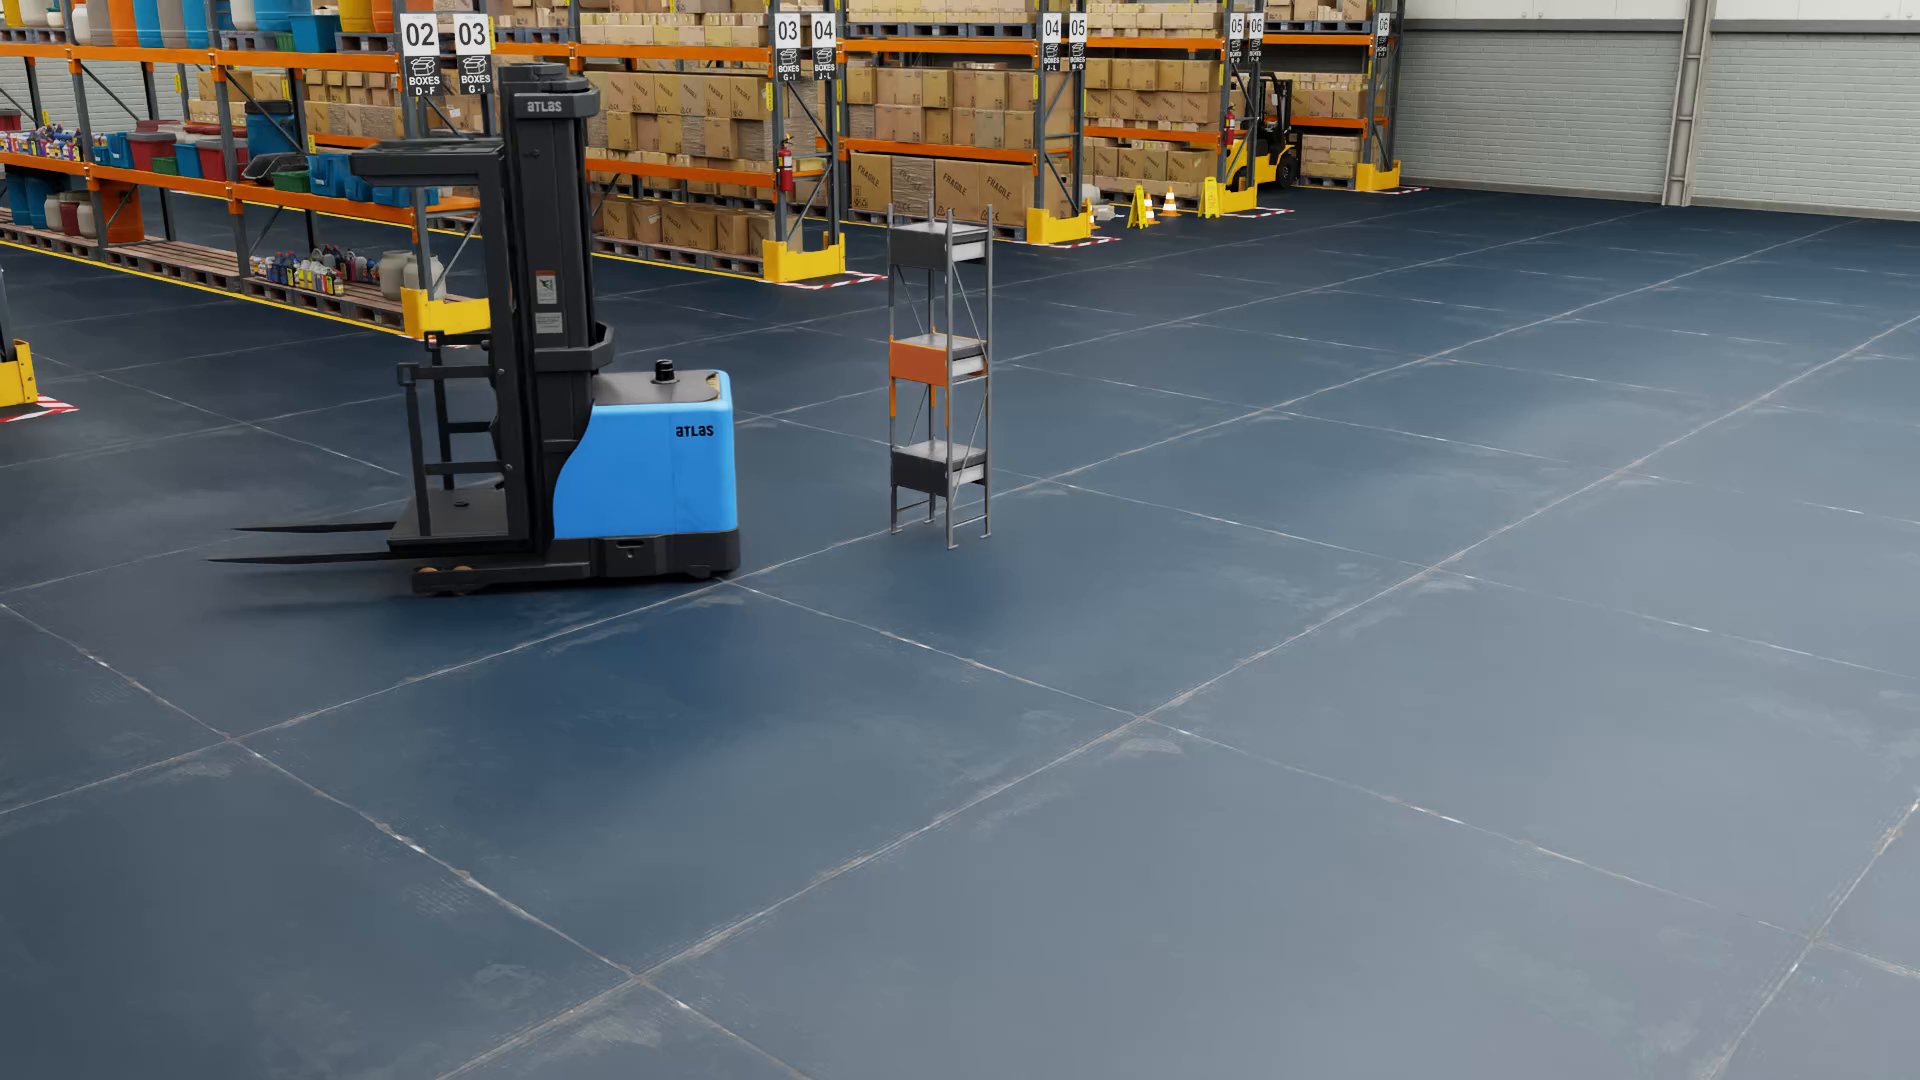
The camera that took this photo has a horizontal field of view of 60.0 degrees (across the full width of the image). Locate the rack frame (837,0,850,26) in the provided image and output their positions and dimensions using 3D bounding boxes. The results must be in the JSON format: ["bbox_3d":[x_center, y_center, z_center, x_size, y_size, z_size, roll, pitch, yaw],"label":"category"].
[{"bbox_3d":[-1.545,-9.547,25.818,0.127,3.000,1.000,15,23,39],"label":"rack frame"}]

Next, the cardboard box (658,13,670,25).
[{"bbox_3d":[-3.658,-6.702,21.400,0.250,0.149,0.380,16,23,41],"label":"cardboard box"}]

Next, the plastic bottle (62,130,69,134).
[{"bbox_3d":[-13.024,-5.832,24.233,0.135,0.276,0.152,15,23,39],"label":"plastic bottle"}]

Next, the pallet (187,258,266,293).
[{"bbox_3d":[-8.813,-3.285,20.613,1.213,0.211,1.003,15,23,39],"label":"pallet"}]

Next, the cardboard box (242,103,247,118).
[{"bbox_3d":[-12.171,-7.497,29.033,0.500,0.250,0.500,16,23,40],"label":"cardboard box"}]

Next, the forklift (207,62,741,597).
[{"bbox_3d":[-2.868,-1.241,9.675,3.031,2.935,1.130,-3,18,-8],"label":"forklift"}]

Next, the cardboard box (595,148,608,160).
[{"bbox_3d":[-4.773,-5.302,22.774,0.250,0.149,0.380,15,23,39],"label":"cardboard box"}]

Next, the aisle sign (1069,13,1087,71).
[{"bbox_3d":[1.699,-7.177,23.971,0.004,0.787,0.394,15,23,39],"label":"aisle sign"}]

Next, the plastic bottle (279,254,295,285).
[{"bbox_3d":[-7.731,-3.118,19.131,0.185,0.351,0.144,14,22,37],"label":"plastic bottle"}]

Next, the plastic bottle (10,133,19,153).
[{"bbox_3d":[-13.398,-5.647,23.652,0.135,0.276,0.152,15,23,39],"label":"plastic bottle"}]

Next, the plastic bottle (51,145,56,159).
[{"bbox_3d":[-12.389,-5.330,22.775,0.097,0.201,0.097,0,18,0],"label":"plastic bottle"}]

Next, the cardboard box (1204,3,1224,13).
[{"bbox_3d":[4.208,-8.716,27.255,0.250,0.149,0.380,15,23,40],"label":"cardboard box"}]

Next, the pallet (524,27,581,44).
[{"bbox_3d":[-5.304,-7.074,23.295,1.003,0.211,1.213,15,23,39],"label":"pallet"}]

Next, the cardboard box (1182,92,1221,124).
[{"bbox_3d":[4.068,-7.261,27.874,0.500,0.500,0.500,15,23,38],"label":"cardboard box"}]

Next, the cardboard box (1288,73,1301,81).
[{"bbox_3d":[6.520,-8.905,31.983,0.250,0.149,0.380,16,23,40],"label":"cardboard box"}]

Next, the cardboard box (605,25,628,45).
[{"bbox_3d":[-4.347,-6.691,22.024,0.500,0.250,0.500,15,23,39],"label":"cardboard box"}]

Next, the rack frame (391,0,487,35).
[{"bbox_3d":[-5.208,-6.521,16.284,0.127,3.000,1.000,15,23,39],"label":"rack frame"}]

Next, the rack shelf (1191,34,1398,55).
[{"bbox_3d":[6.453,-9.637,32.249,4.000,0.370,1.077,15,23,39],"label":"rack shelf"}]

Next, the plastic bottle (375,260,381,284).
[{"bbox_3d":[-6.689,-3.095,19.187,0.097,0.271,0.097,0,18,0],"label":"plastic bottle"}]

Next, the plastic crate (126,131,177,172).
[{"bbox_3d":[-10.186,-4.905,21.003,0.583,0.464,0.402,15,23,39],"label":"plastic crate"}]

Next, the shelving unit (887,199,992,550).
[{"bbox_3d":[-0.124,-1.034,10.399,0.503,2.100,0.431,15,23,39],"label":"shelving unit"}]

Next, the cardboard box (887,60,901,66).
[{"bbox_3d":[-1.533,-9.310,33.169,0.500,0.500,0.500,14,22,37],"label":"cardboard box"}]

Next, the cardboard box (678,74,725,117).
[{"bbox_3d":[-3.246,-5.703,21.314,0.500,0.500,0.500,15,23,39],"label":"cardboard box"}]

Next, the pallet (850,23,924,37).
[{"bbox_3d":[-0.940,-7.908,25.760,1.213,0.211,1.003,15,23,39],"label":"pallet"}]

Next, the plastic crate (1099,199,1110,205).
[{"bbox_3d":[2.295,-5.935,29.182,0.583,0.080,0.402,7,19,21],"label":"plastic crate"}]

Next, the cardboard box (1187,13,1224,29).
[{"bbox_3d":[4.095,-8.567,27.443,0.500,0.250,0.500,15,23,39],"label":"cardboard box"}]

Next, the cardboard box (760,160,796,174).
[{"bbox_3d":[-2.271,-4.673,20.794,0.250,0.149,0.380,15,23,39],"label":"cardboard box"}]

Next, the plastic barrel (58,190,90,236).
[{"bbox_3d":[-12.414,-4.640,23.566,0.708,0.588,0.600,15,23,39],"label":"plastic barrel"}]

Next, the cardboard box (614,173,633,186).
[{"bbox_3d":[-5.994,-6.780,30.455,0.500,0.500,0.500,14,22,37],"label":"cardboard box"}]

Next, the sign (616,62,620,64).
[{"bbox_3d":[-7.683,-10.563,37.376,0.005,0.325,0.100,15,23,39],"label":"sign"}]

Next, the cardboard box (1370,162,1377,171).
[{"bbox_3d":[7.711,-7.181,32.131,0.500,0.250,0.500,15,23,39],"label":"cardboard box"}]

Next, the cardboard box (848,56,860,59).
[{"bbox_3d":[-2.735,-11.336,39.888,0.500,0.500,0.500,16,23,41],"label":"cardboard box"}]

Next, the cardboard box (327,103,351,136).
[{"bbox_3d":[-9.967,-6.889,27.196,0.500,0.500,0.500,14,23,38],"label":"cardboard box"}]

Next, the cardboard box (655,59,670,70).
[{"bbox_3d":[-6.359,-10.397,36.595,0.500,0.500,0.500,15,23,39],"label":"cardboard box"}]

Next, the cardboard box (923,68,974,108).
[{"bbox_3d":[-0.089,-6.864,25.247,0.500,0.550,0.875,15,23,39],"label":"cardboard box"}]

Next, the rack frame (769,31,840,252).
[{"bbox_3d":[-1.921,-4.783,20.723,0.127,3.000,1.000,15,23,39],"label":"rack frame"}]

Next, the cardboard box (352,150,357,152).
[{"bbox_3d":[-9.068,-5.900,27.063,0.875,0.875,1.225,15,23,39],"label":"cardboard box"}]

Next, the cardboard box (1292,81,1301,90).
[{"bbox_3d":[6.528,-8.764,32.029,0.250,0.149,0.380,15,23,40],"label":"cardboard box"}]

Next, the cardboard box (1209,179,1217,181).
[{"bbox_3d":[4.237,-6.139,28.848,0.500,0.250,0.500,15,23,39],"label":"cardboard box"}]

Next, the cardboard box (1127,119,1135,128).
[{"bbox_3d":[3.105,-7.243,28.891,0.250,0.149,0.380,15,23,39],"label":"cardboard box"}]

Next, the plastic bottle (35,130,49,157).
[{"bbox_3d":[-12.724,-5.500,23.066,0.185,0.351,0.144,15,23,39],"label":"plastic bottle"}]

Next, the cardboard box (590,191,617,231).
[{"bbox_3d":[-5.358,-4.732,23.969,0.500,0.500,0.700,13,22,35],"label":"cardboard box"}]

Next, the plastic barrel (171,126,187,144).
[{"bbox_3d":[-9.966,-5.079,21.471,0.421,0.512,0.421,0,18,0],"label":"plastic barrel"}]

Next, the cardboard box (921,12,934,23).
[{"bbox_3d":[-0.360,-7.790,24.796,0.250,0.149,0.380,15,23,40],"label":"cardboard box"}]

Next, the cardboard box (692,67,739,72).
[{"bbox_3d":[-4.207,-7.923,28.799,0.500,0.500,0.700,15,23,39],"label":"cardboard box"}]

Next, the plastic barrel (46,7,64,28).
[{"bbox_3d":[-12.091,-7.014,22.331,0.301,0.262,0.301,0,18,0],"label":"plastic barrel"}]

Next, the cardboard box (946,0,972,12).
[{"bbox_3d":[0.147,-7.869,24.386,0.500,0.250,0.500,15,23,39],"label":"cardboard box"}]

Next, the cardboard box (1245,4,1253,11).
[{"bbox_3d":[5.418,-10.365,32.640,0.500,0.311,0.500,16,23,40],"label":"cardboard box"}]

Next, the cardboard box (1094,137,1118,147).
[{"bbox_3d":[2.570,-7.010,29.279,0.250,0.149,0.380,17,24,42],"label":"cardboard box"}]

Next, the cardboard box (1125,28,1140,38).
[{"bbox_3d":[3.026,-8.641,28.338,0.250,0.149,0.380,15,23,39],"label":"cardboard box"}]

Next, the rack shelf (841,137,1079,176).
[{"bbox_3d":[-0.049,-5.943,25.569,4.000,0.370,1.077,15,23,39],"label":"rack shelf"}]

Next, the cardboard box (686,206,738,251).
[{"bbox_3d":[-3.302,-4.163,22.208,0.500,0.500,0.500,-16,23,-41],"label":"cardboard box"}]
